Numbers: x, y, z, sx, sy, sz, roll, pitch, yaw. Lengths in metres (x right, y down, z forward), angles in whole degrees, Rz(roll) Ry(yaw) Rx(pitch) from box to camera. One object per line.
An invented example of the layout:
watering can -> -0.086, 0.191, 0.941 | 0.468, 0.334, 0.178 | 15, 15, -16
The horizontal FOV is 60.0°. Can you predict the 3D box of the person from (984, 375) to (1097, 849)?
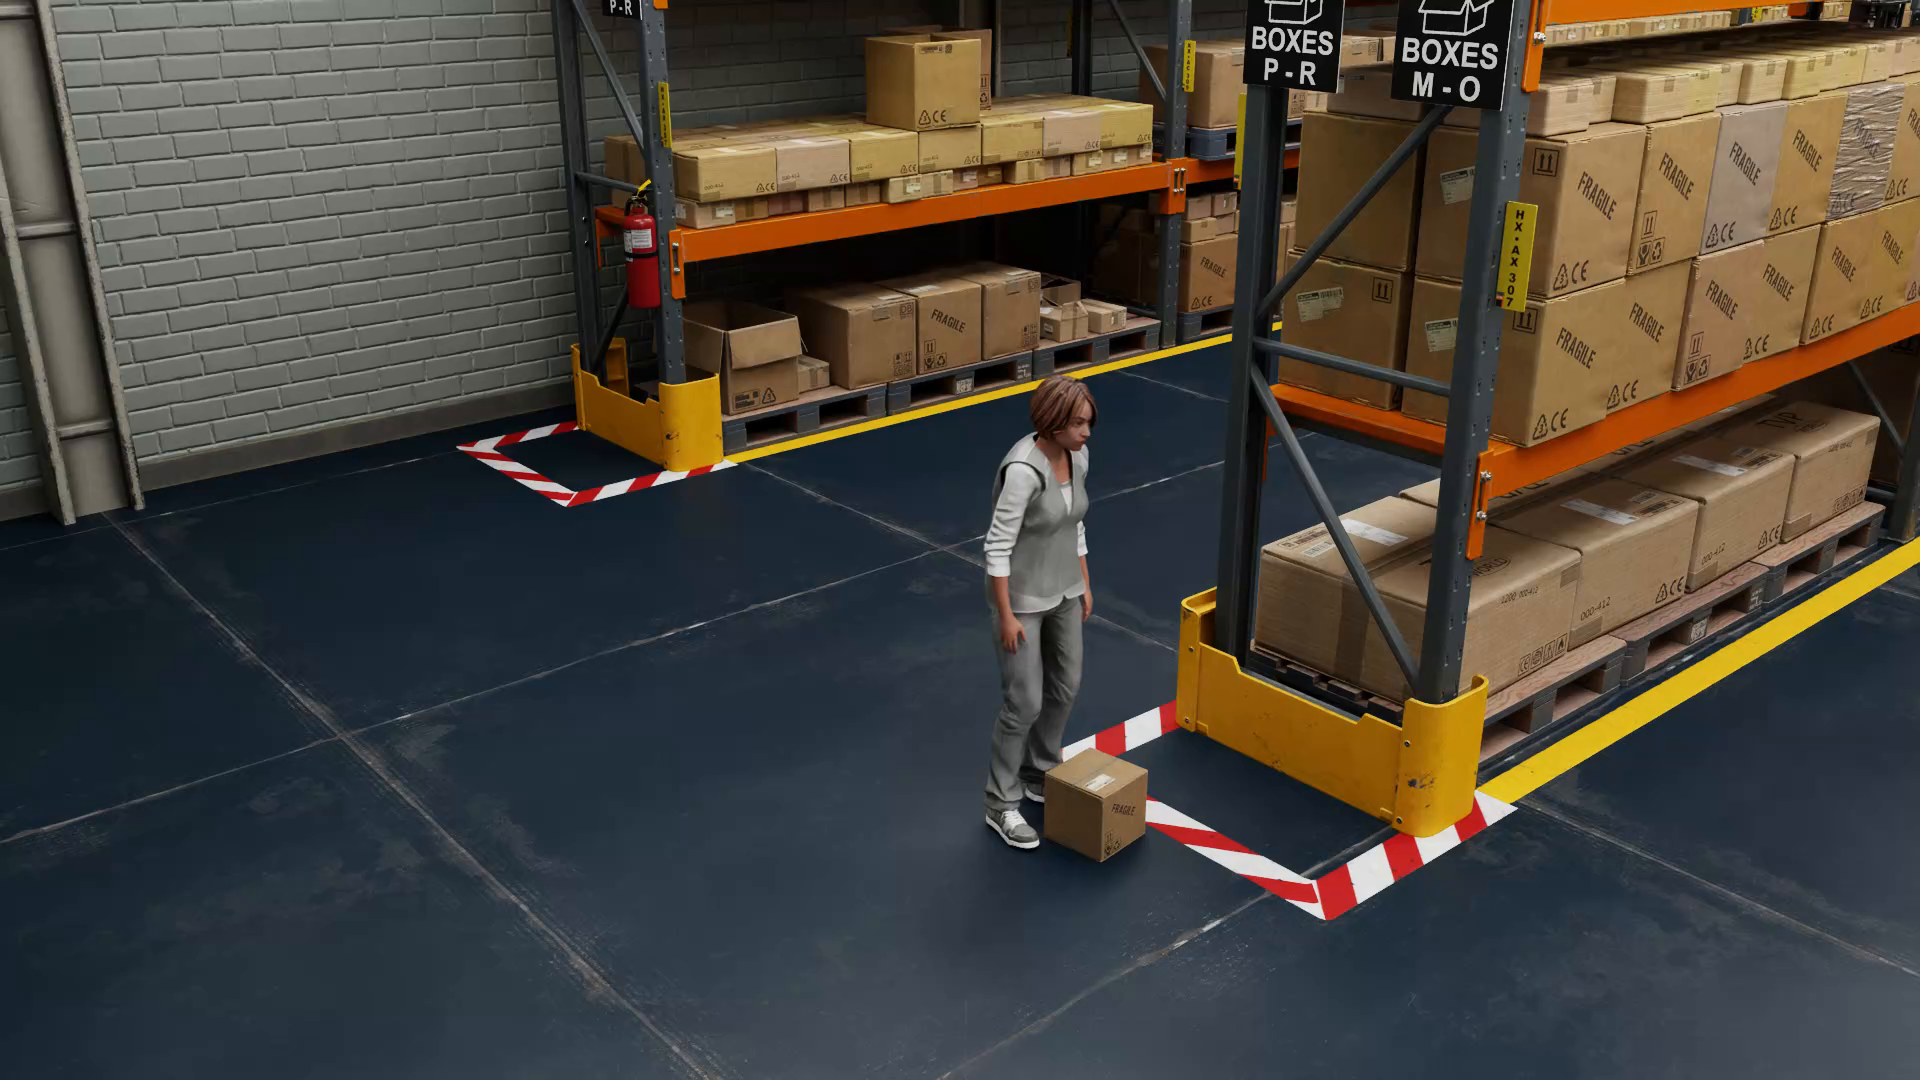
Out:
person -> 0.270, 0.218, 5.542 | 0.349, 1.592, 0.468 | 18, 28, 39
